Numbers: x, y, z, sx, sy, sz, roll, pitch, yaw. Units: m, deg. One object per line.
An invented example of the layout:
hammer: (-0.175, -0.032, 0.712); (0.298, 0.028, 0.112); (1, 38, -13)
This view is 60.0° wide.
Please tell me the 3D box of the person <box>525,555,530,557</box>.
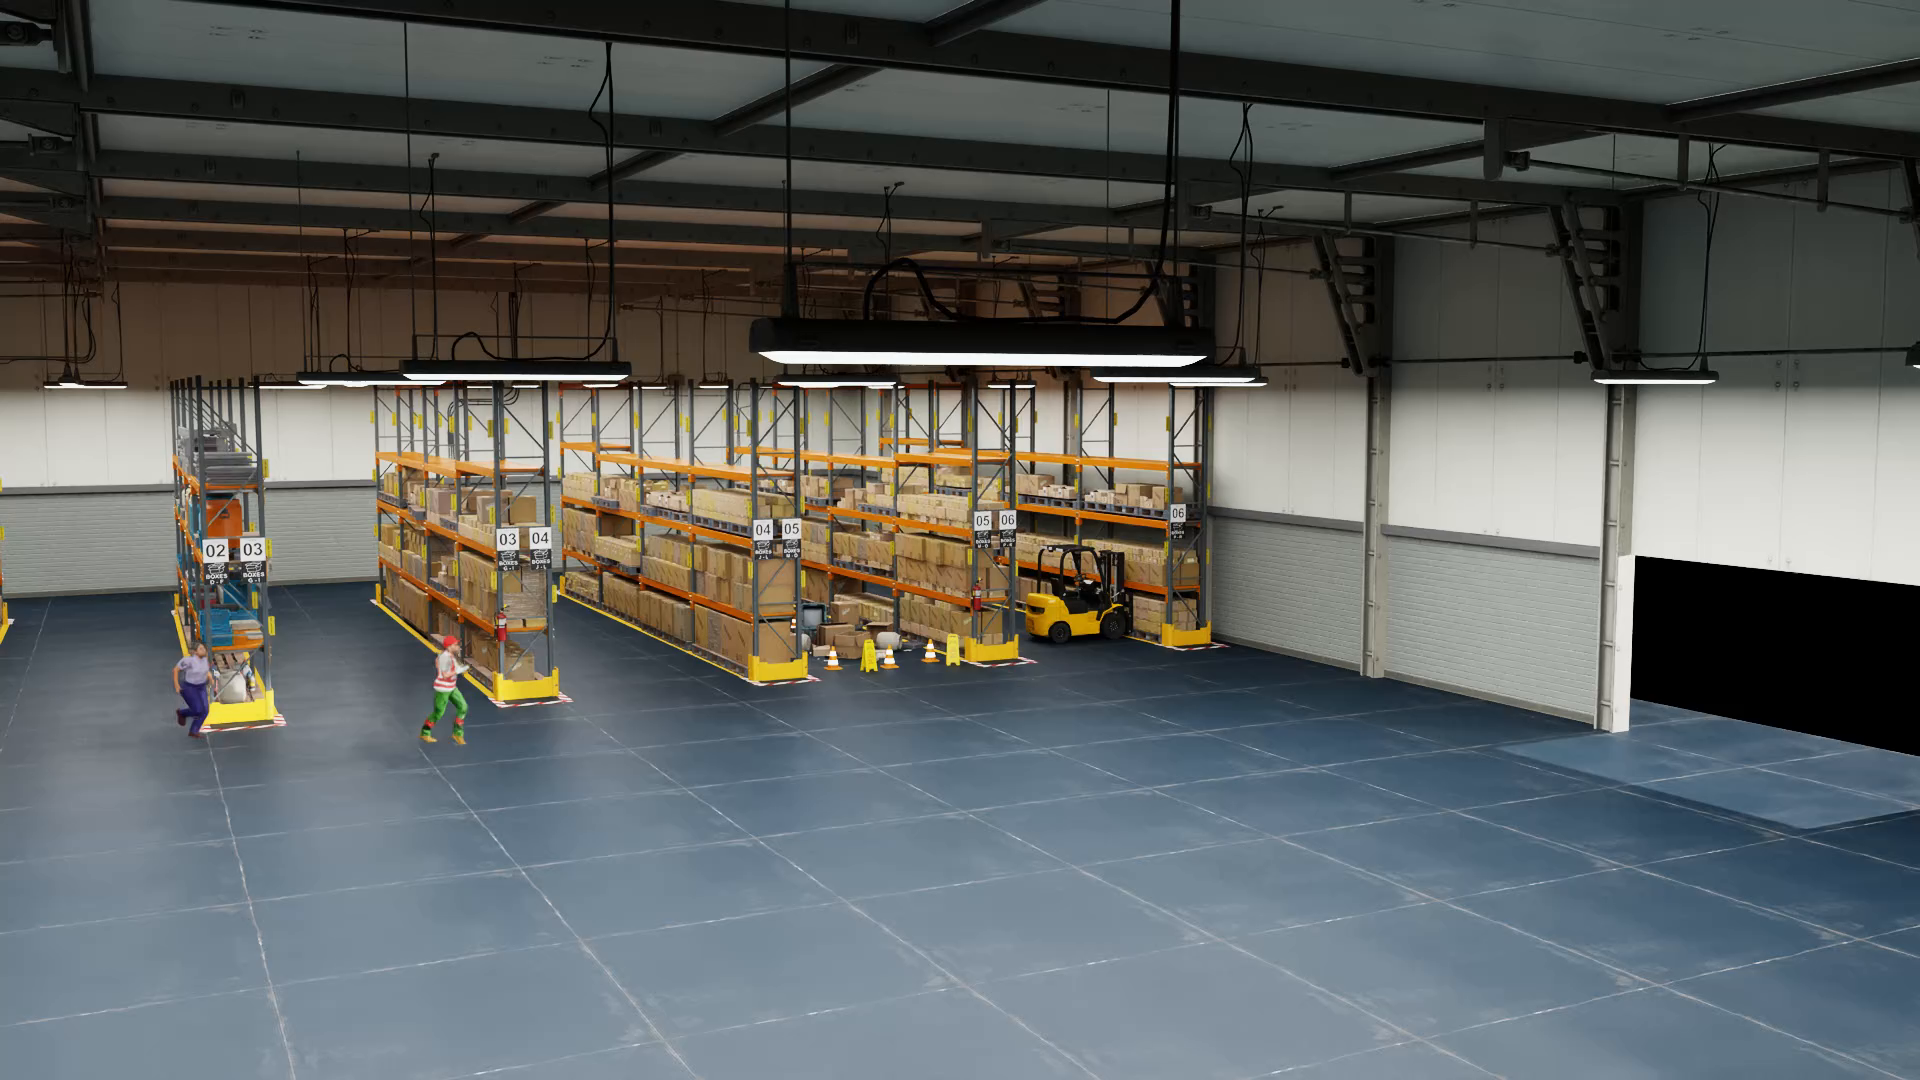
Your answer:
person: (-11.741, 0.843, 45.297); (0.698, 1.769, 0.883); (-2, 5, -20)

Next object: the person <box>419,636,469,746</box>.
person: (-8.332, 2.461, 26.847); (0.878, 1.842, 0.632); (0, 5, 5)

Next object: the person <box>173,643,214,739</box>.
person: (-12.681, 2.507, 27.563); (0.645, 1.588, 0.644); (2, 5, 22)

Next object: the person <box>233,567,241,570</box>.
person: (-20.028, 0.810, 45.870); (0.963, 1.736, 0.655); (0, 5, -5)

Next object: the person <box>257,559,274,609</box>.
person: (-18.508, 0.992, 44.047); (0.774, 1.684, 0.606); (3, 6, 31)
